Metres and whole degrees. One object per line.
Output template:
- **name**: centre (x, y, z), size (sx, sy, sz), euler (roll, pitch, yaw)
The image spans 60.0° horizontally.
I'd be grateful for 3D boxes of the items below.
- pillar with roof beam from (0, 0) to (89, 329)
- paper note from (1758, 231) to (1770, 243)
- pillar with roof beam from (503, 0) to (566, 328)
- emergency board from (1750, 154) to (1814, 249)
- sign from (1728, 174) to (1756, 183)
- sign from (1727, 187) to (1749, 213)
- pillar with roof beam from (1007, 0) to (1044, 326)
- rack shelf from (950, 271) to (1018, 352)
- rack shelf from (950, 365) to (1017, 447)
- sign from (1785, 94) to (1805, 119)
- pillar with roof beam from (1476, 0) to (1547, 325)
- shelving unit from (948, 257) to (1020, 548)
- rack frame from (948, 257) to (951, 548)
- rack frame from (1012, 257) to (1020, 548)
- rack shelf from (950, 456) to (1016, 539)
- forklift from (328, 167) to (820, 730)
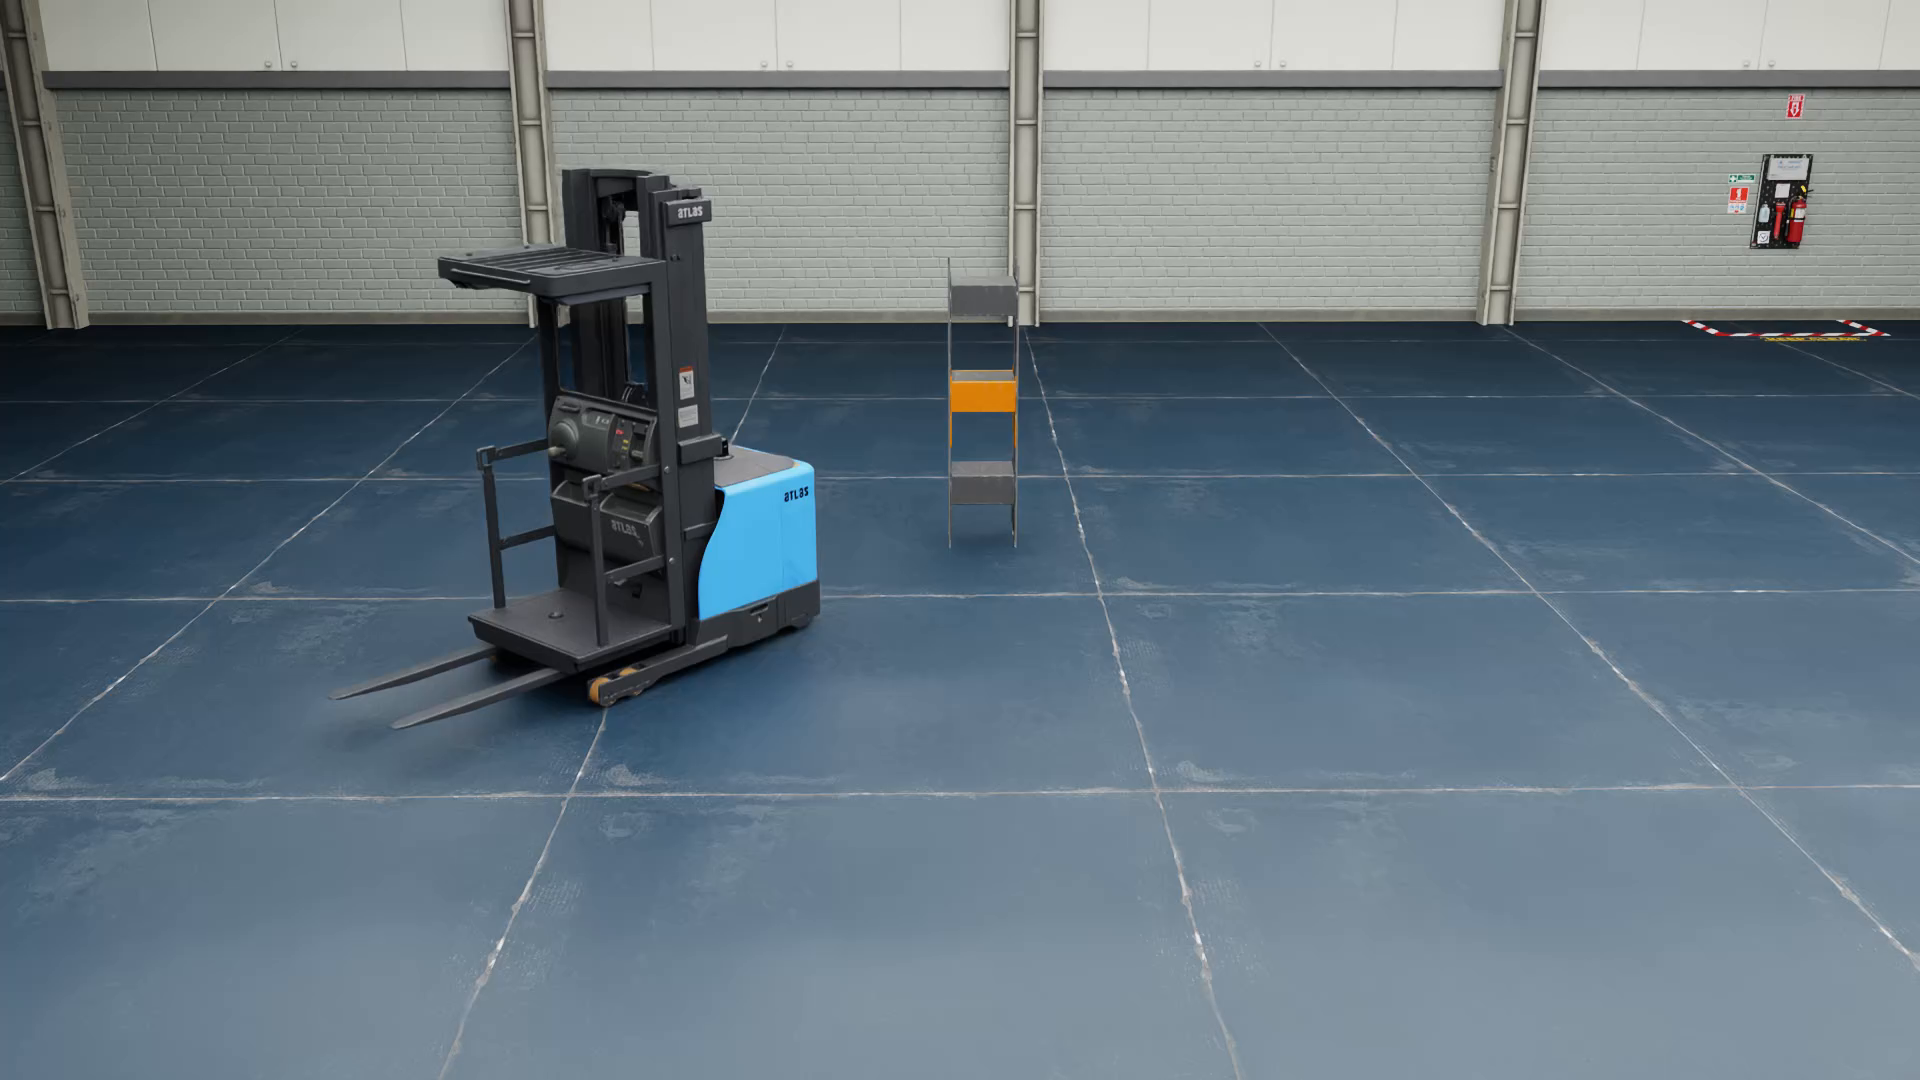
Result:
- **pillar with roof beam**: centre (-11.131, -5.649, 15.424), size (0.400, 9.000, 9.100), euler (0, 18, -1)
- **paper note**: centre (10.149, -3.823, 20.997), size (0.142, 0.148, 0.016), euler (0, 18, -1)
- **pillar with roof beam**: centre (-5.131, -5.678, 15.514), size (0.400, 9.000, 9.100), euler (0, 18, -1)
- **emergency board**: centre (10.327, -4.222, 20.799), size (0.643, 1.169, 0.194), euler (0, 18, -1)
- **sign**: centre (9.777, -4.518, 20.794), size (0.331, 0.109, 0.001), euler (0, 18, -1)
- **sign**: centre (9.772, -4.268, 20.883), size (0.234, 0.329, 0.001), euler (0, 18, -1)
- **pillar with roof beam**: centre (0.868, -5.706, 15.604), size (0.400, 9.000, 9.100), euler (0, 18, -1)
- **rack shelf**: centre (0.166, -1.654, 12.020), size (0.480, 0.518, 0.431), euler (0, 18, -1)
- **rack shelf**: centre (0.166, -0.988, 12.233), size (0.480, 0.518, 0.431), euler (0, 18, -1)
- **sign**: centre (10.317, -5.356, 20.540), size (0.199, 0.298, 0.001), euler (0, 18, -1)
- **pillar with roof beam**: centre (6.867, -5.735, 15.695), size (0.400, 9.000, 9.100), euler (0, 18, -1)
- **shelving unit**: centre (0.166, -1.001, 12.229), size (0.503, 2.100, 0.431), euler (0, 18, -1)
- **rack frame**: centre (-0.078, -0.999, 12.226), size (0.015, 2.100, 0.400), euler (0, 18, -1)
- **rack frame**: centre (0.409, -1.002, 12.233), size (0.015, 2.100, 0.400), euler (0, 18, -1)
- **rack shelf**: centre (0.166, -0.321, 12.447), size (0.480, 0.518, 0.431), euler (0, 18, -1)
- **forklift**: centre (-2.244, -0.610, 9.650), size (1.130, 2.935, 3.031), euler (14, 23, 38)
